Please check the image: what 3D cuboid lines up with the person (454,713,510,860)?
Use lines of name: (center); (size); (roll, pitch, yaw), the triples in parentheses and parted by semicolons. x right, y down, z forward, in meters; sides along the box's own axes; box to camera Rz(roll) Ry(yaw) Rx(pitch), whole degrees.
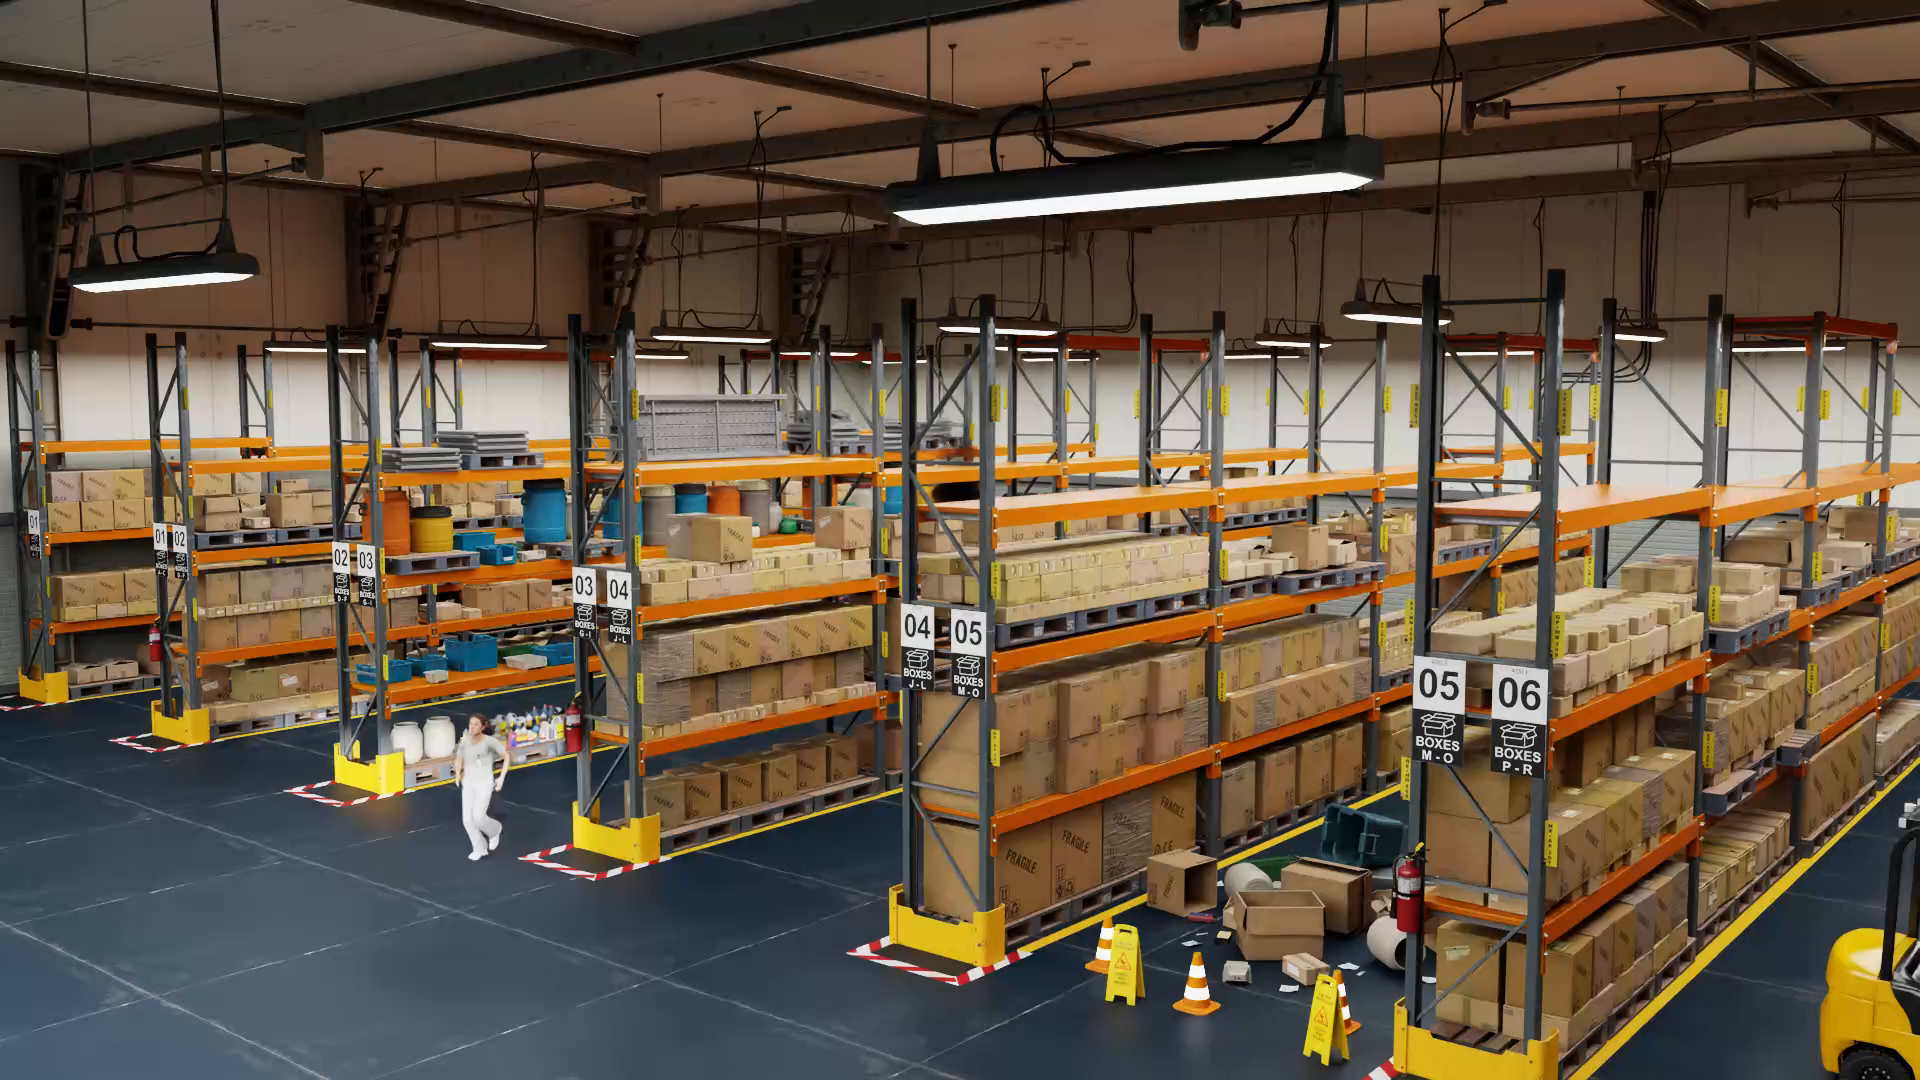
person: (-5.303, 2.835, 18.296); (0.569, 1.385, 0.521); (1, 5, 12)
